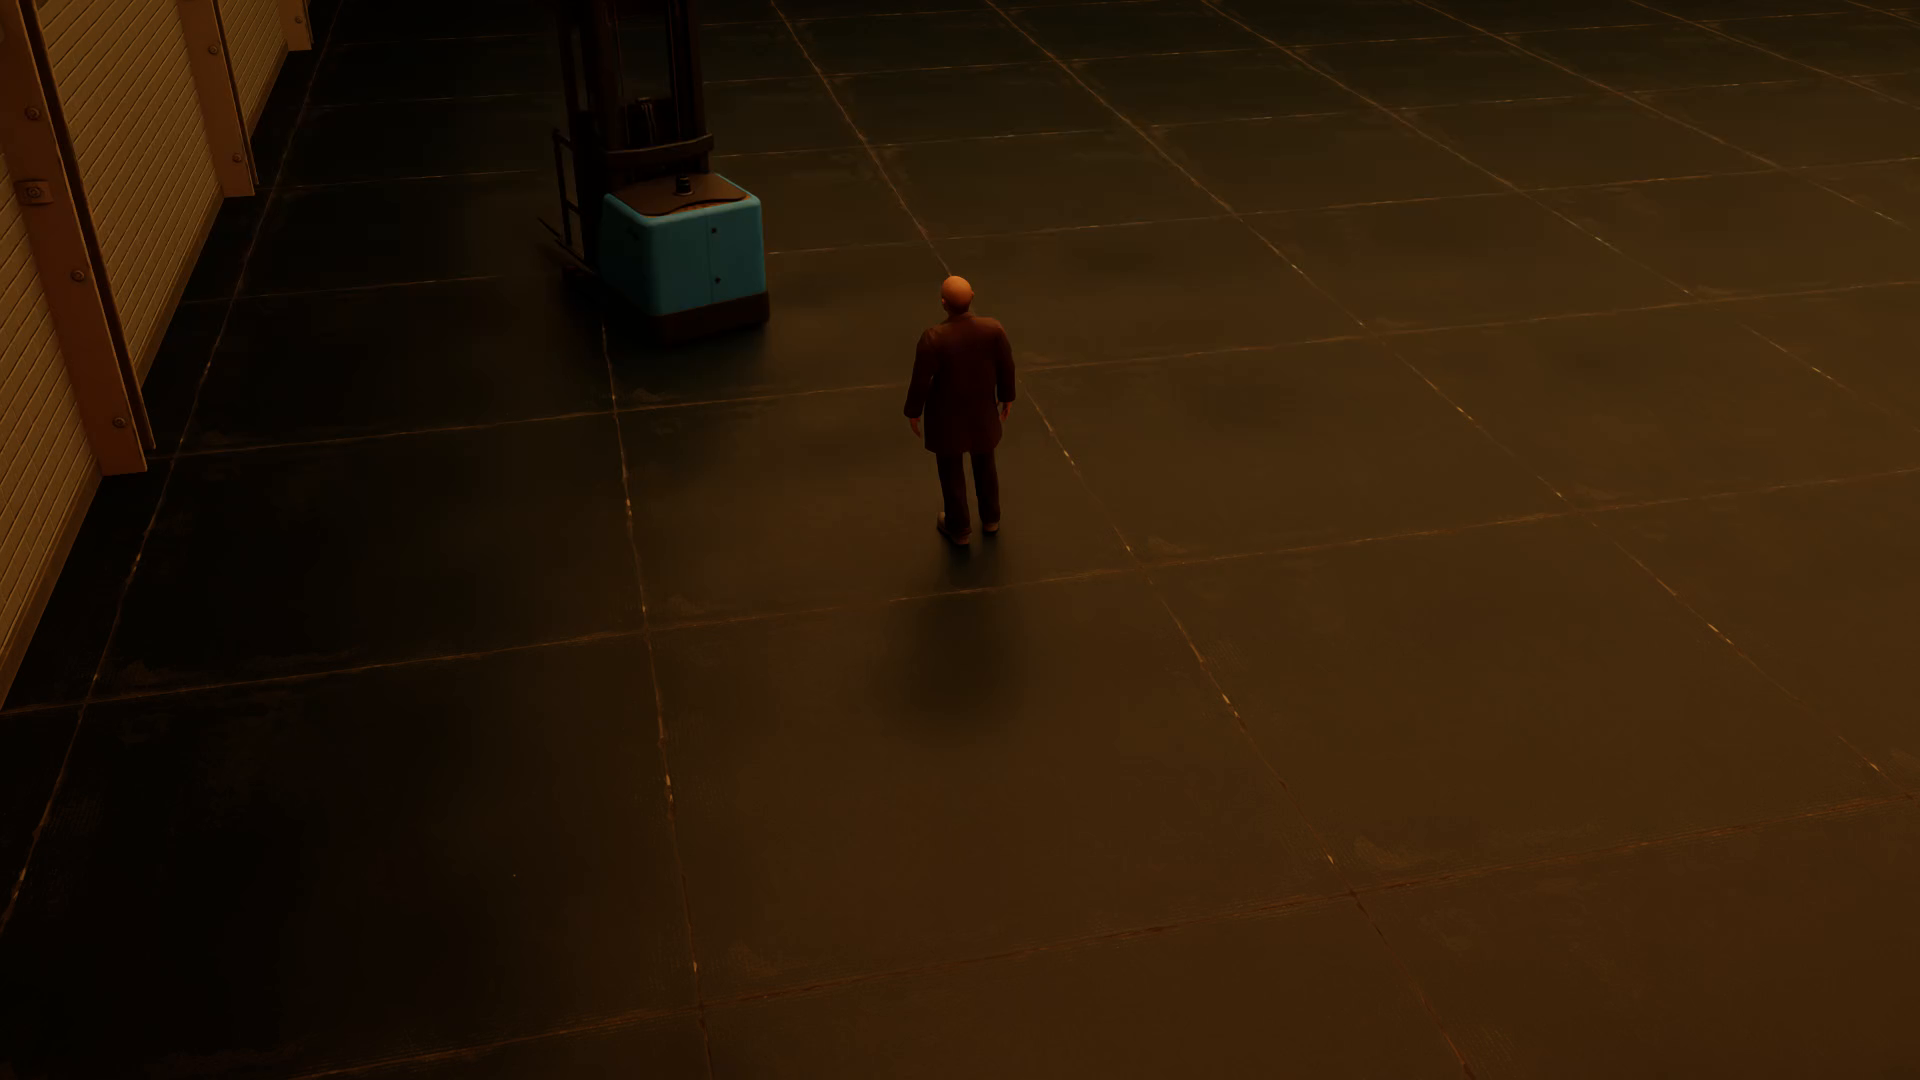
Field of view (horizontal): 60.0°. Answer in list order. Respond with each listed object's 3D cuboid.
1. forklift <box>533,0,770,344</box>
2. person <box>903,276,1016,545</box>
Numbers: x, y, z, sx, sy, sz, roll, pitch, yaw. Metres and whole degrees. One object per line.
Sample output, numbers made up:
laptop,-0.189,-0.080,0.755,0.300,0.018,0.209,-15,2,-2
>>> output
forklift,-2.759,-3.493,13.608,1.130,2.935,3.031,-18,35,-28
person,-0.016,-0.820,10.128,0.696,1.775,0.582,-7,31,-12
